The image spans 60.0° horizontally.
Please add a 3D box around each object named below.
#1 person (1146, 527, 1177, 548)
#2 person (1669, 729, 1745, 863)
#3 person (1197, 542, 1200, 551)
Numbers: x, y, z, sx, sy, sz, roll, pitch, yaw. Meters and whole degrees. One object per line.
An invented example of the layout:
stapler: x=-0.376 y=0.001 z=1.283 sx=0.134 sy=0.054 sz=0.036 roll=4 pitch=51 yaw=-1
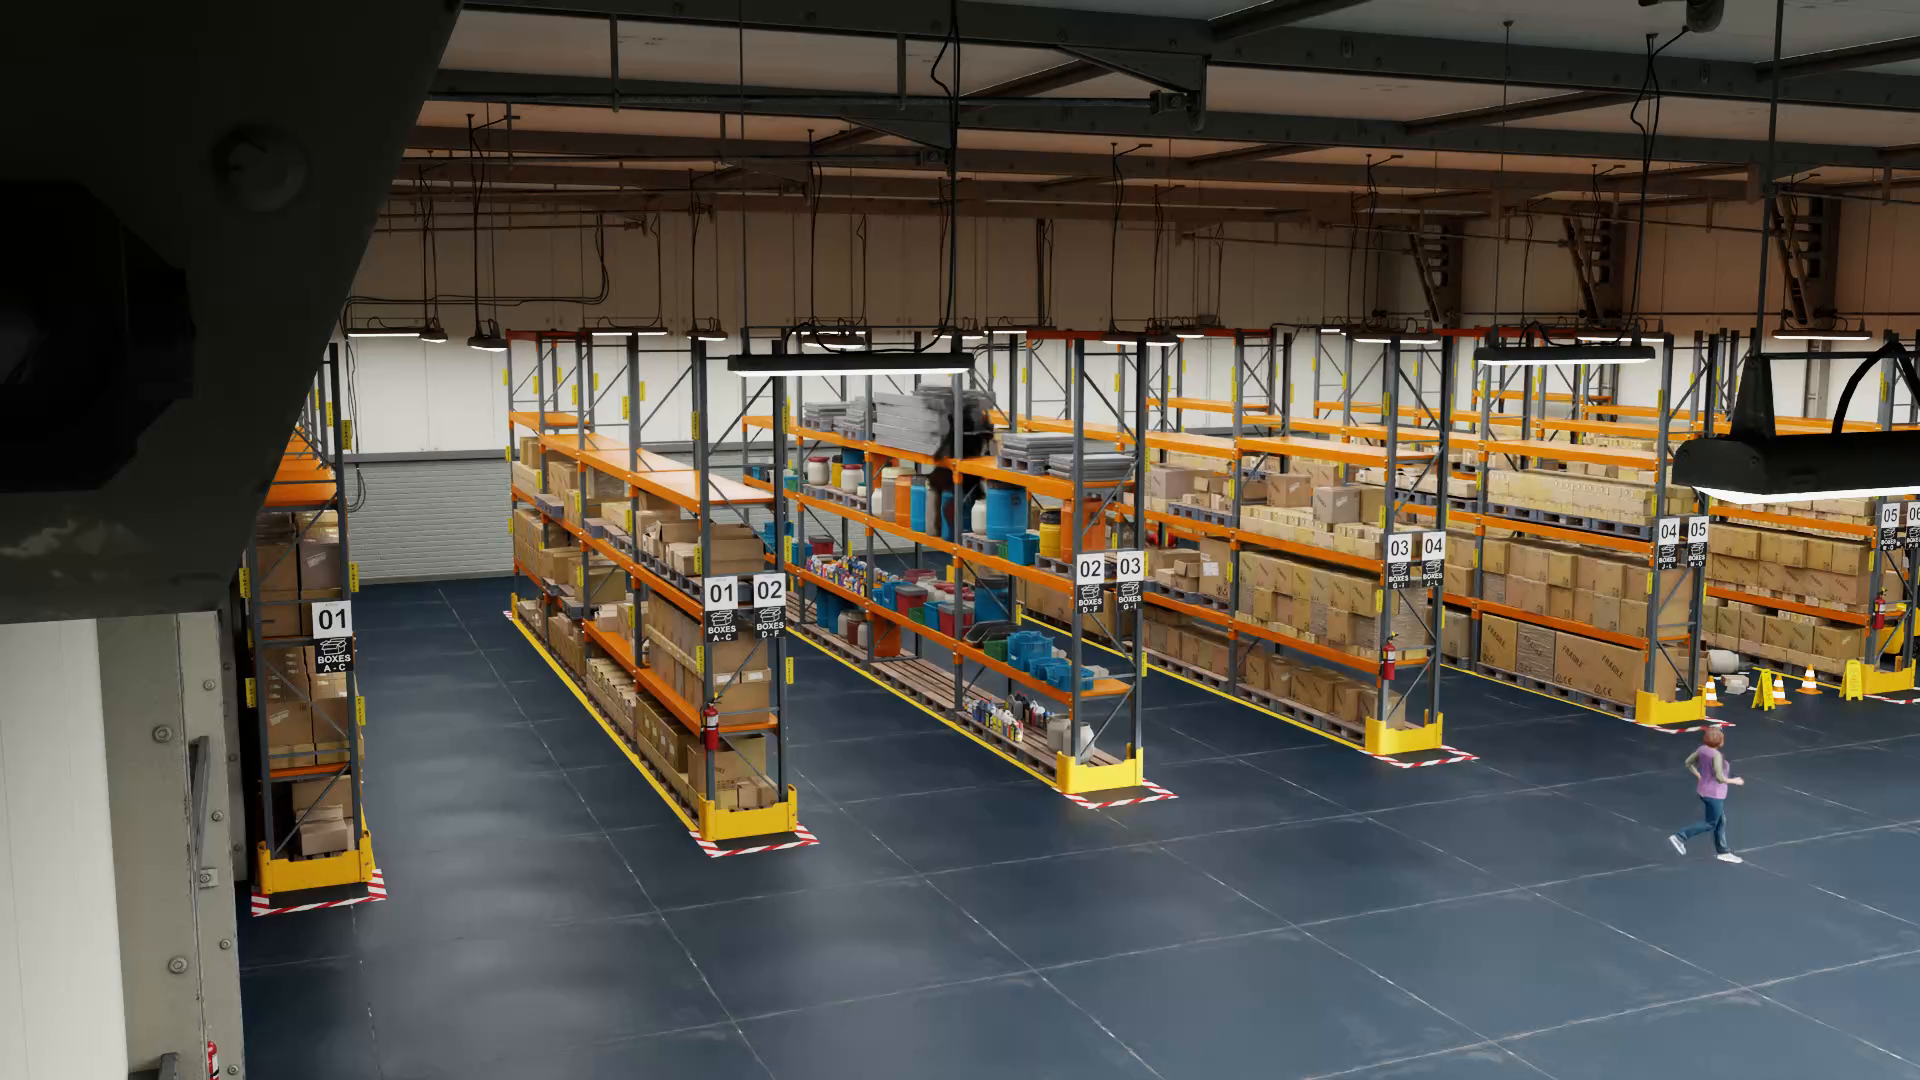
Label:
person: x=4.499 y=0.465 z=36.919 sx=0.645 sy=1.751 sz=0.913 roll=-2 pitch=8 yaw=-14
person: x=8.614 y=2.946 z=19.145 sx=0.869 sy=1.591 sz=0.545 roll=0 pitch=8 yaw=0
person: x=6.225 y=-0.099 z=41.017 sx=0.679 sy=1.827 sz=0.848 roll=-5 pitch=9 yaw=-33
